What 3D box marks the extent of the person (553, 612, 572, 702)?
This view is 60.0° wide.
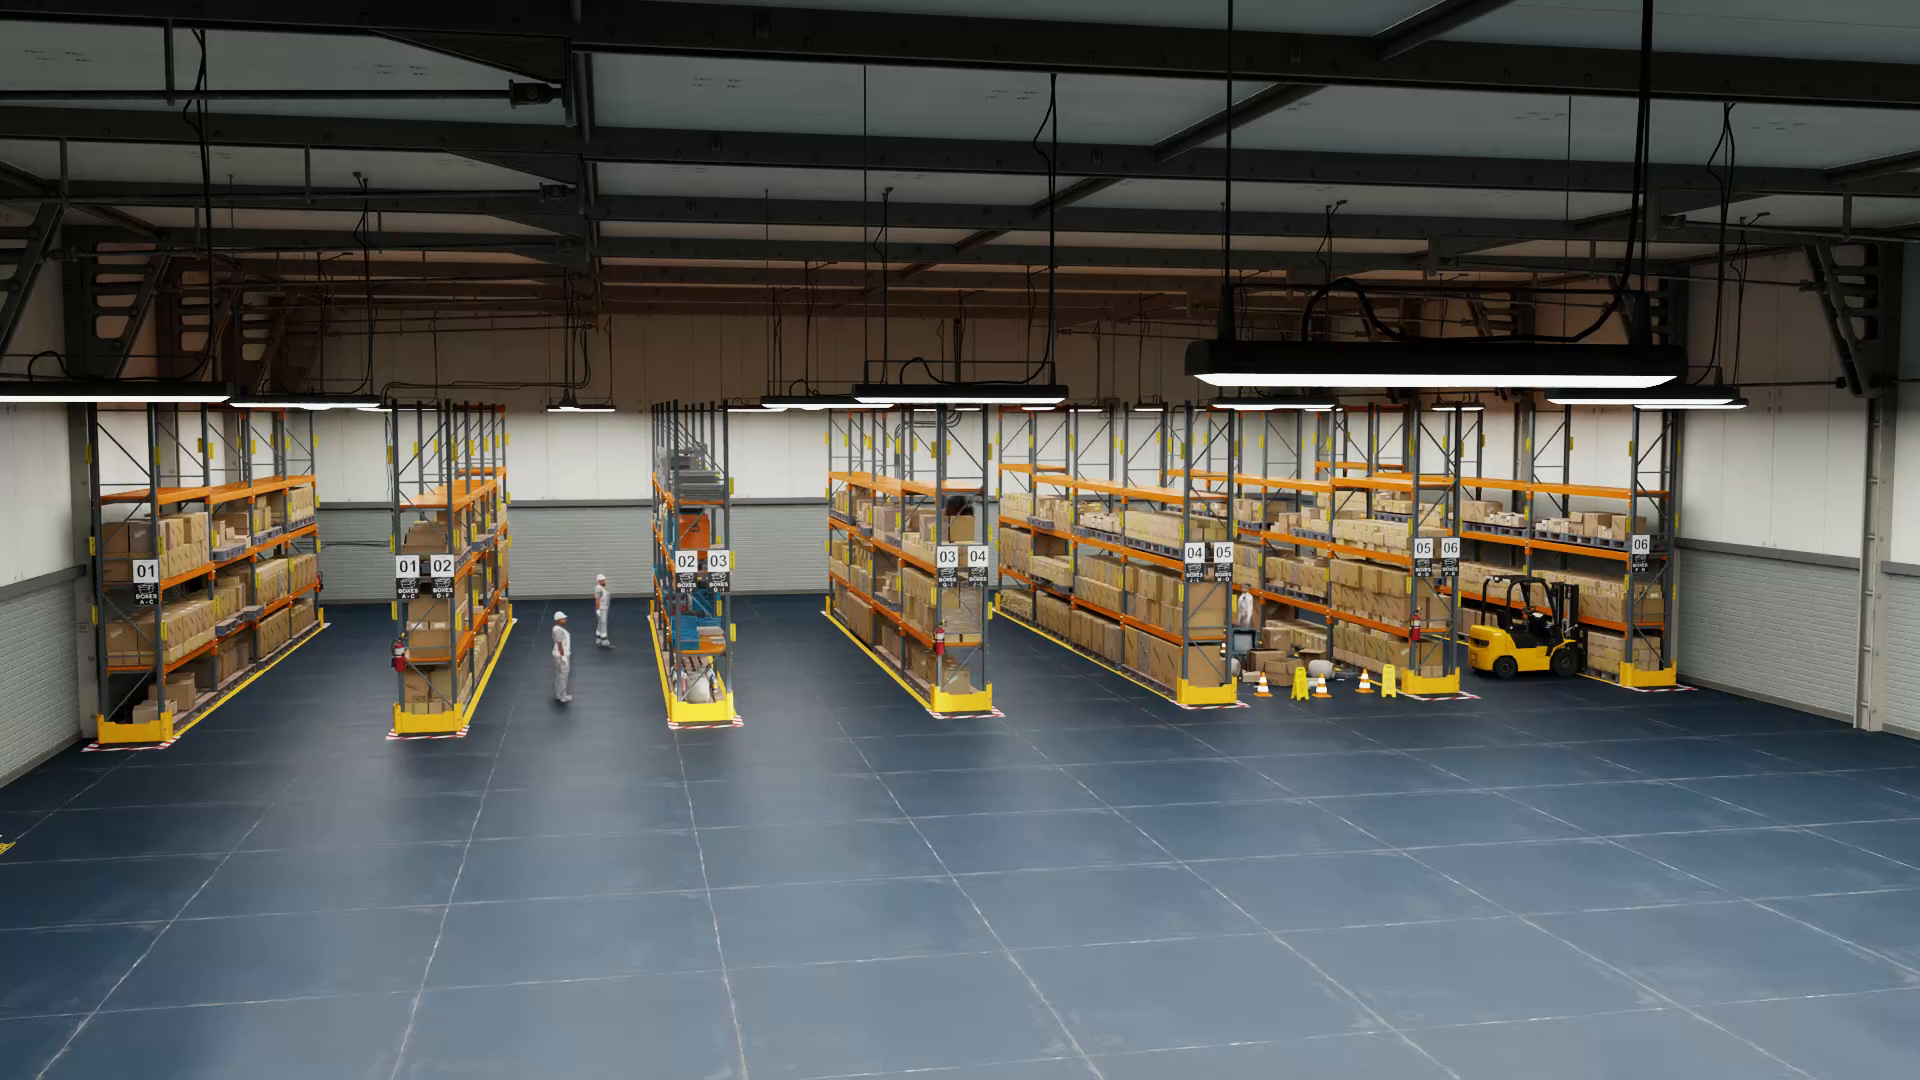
[{"bbox_3d":[-7.944,2.323,33.258,0.430,1.789,0.574,-2,5,-26],"label":"person"}]

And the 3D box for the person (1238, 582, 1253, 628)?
[{"bbox_3d":[6.874,1.865,40.059,0.340,1.686,0.533,-1,4,-7],"label":"person"}]

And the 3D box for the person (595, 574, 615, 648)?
[{"bbox_3d":[-8.730,1.742,40.960,0.508,1.809,0.568,0,4,0],"label":"person"}]
